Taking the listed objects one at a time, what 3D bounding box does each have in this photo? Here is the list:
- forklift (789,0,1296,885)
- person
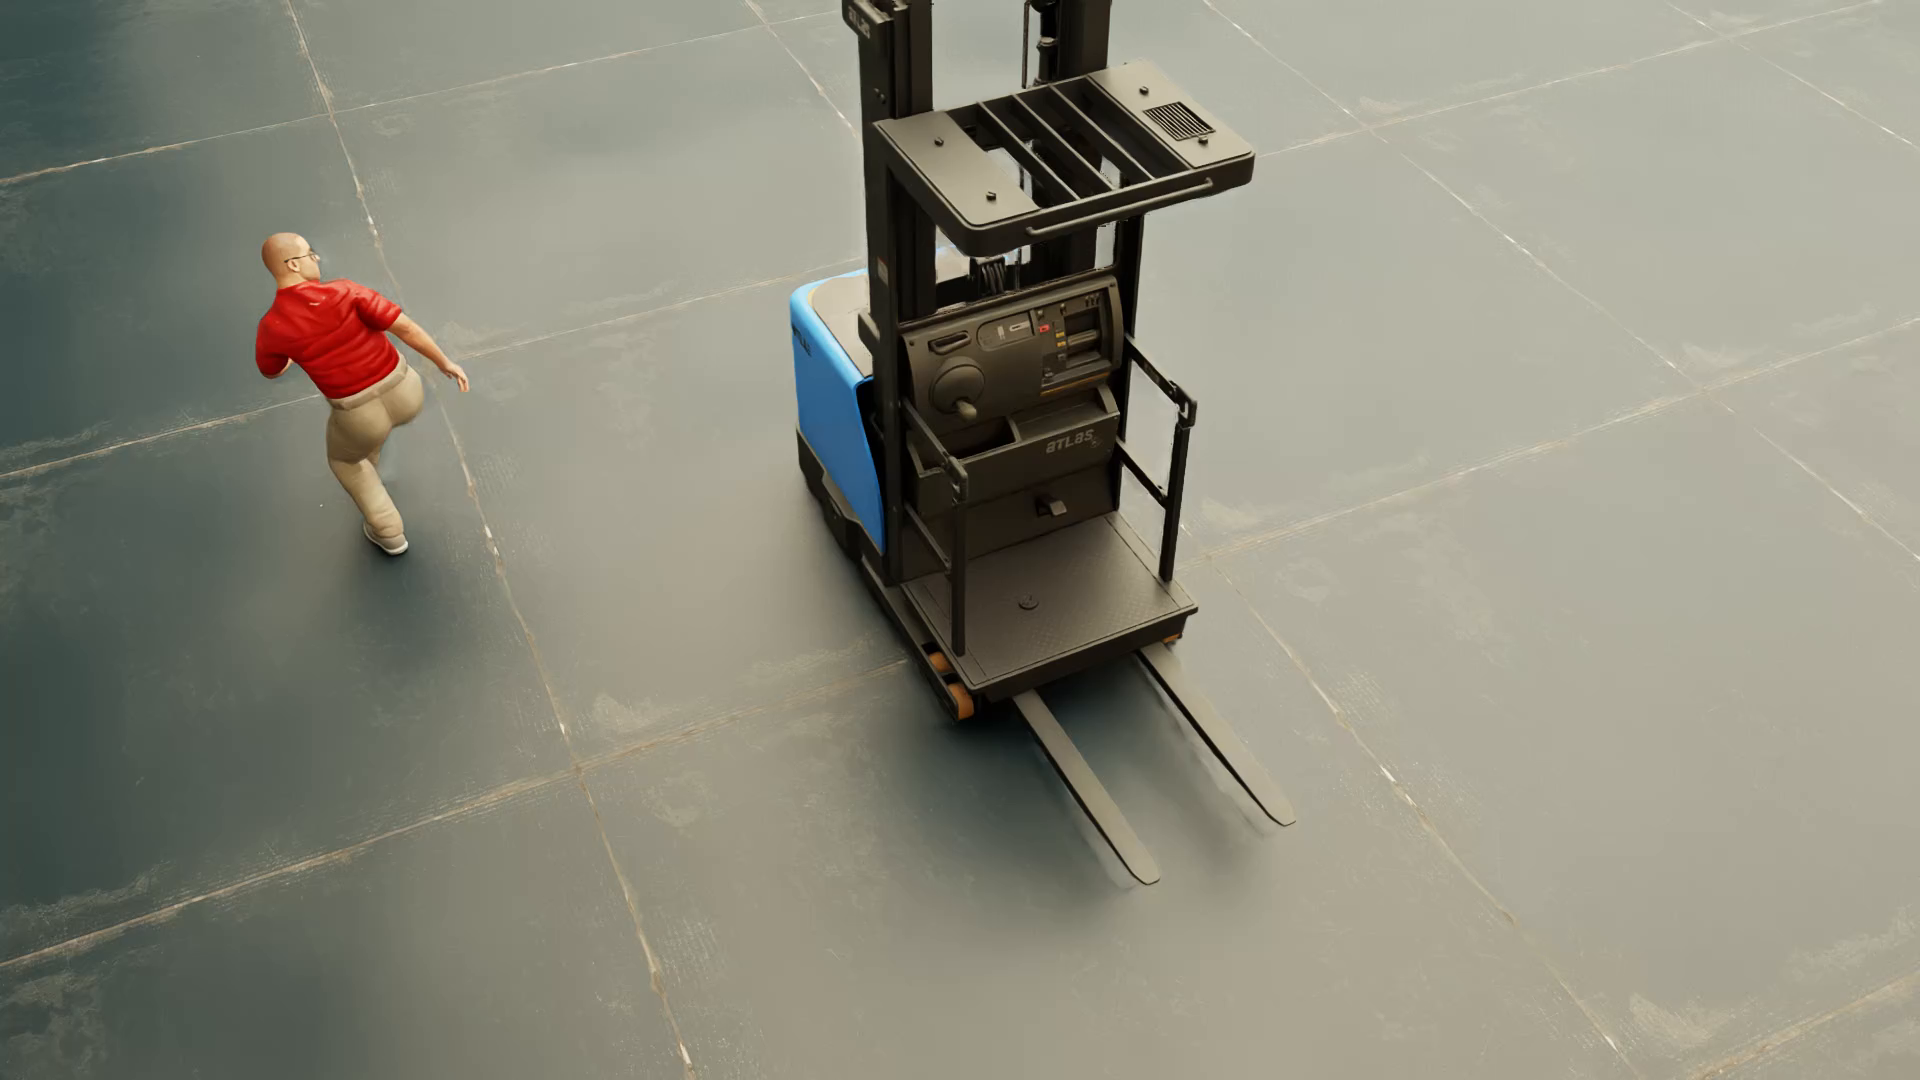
[{"bbox_3d":[0.318,-0.661,6.388,1.130,2.935,3.031,-19,46,-19],"label":"forklift"},{"bbox_3d":[-2.717,-0.742,7.500,0.774,1.560,0.797,-25,49,-25],"label":"person"}]
